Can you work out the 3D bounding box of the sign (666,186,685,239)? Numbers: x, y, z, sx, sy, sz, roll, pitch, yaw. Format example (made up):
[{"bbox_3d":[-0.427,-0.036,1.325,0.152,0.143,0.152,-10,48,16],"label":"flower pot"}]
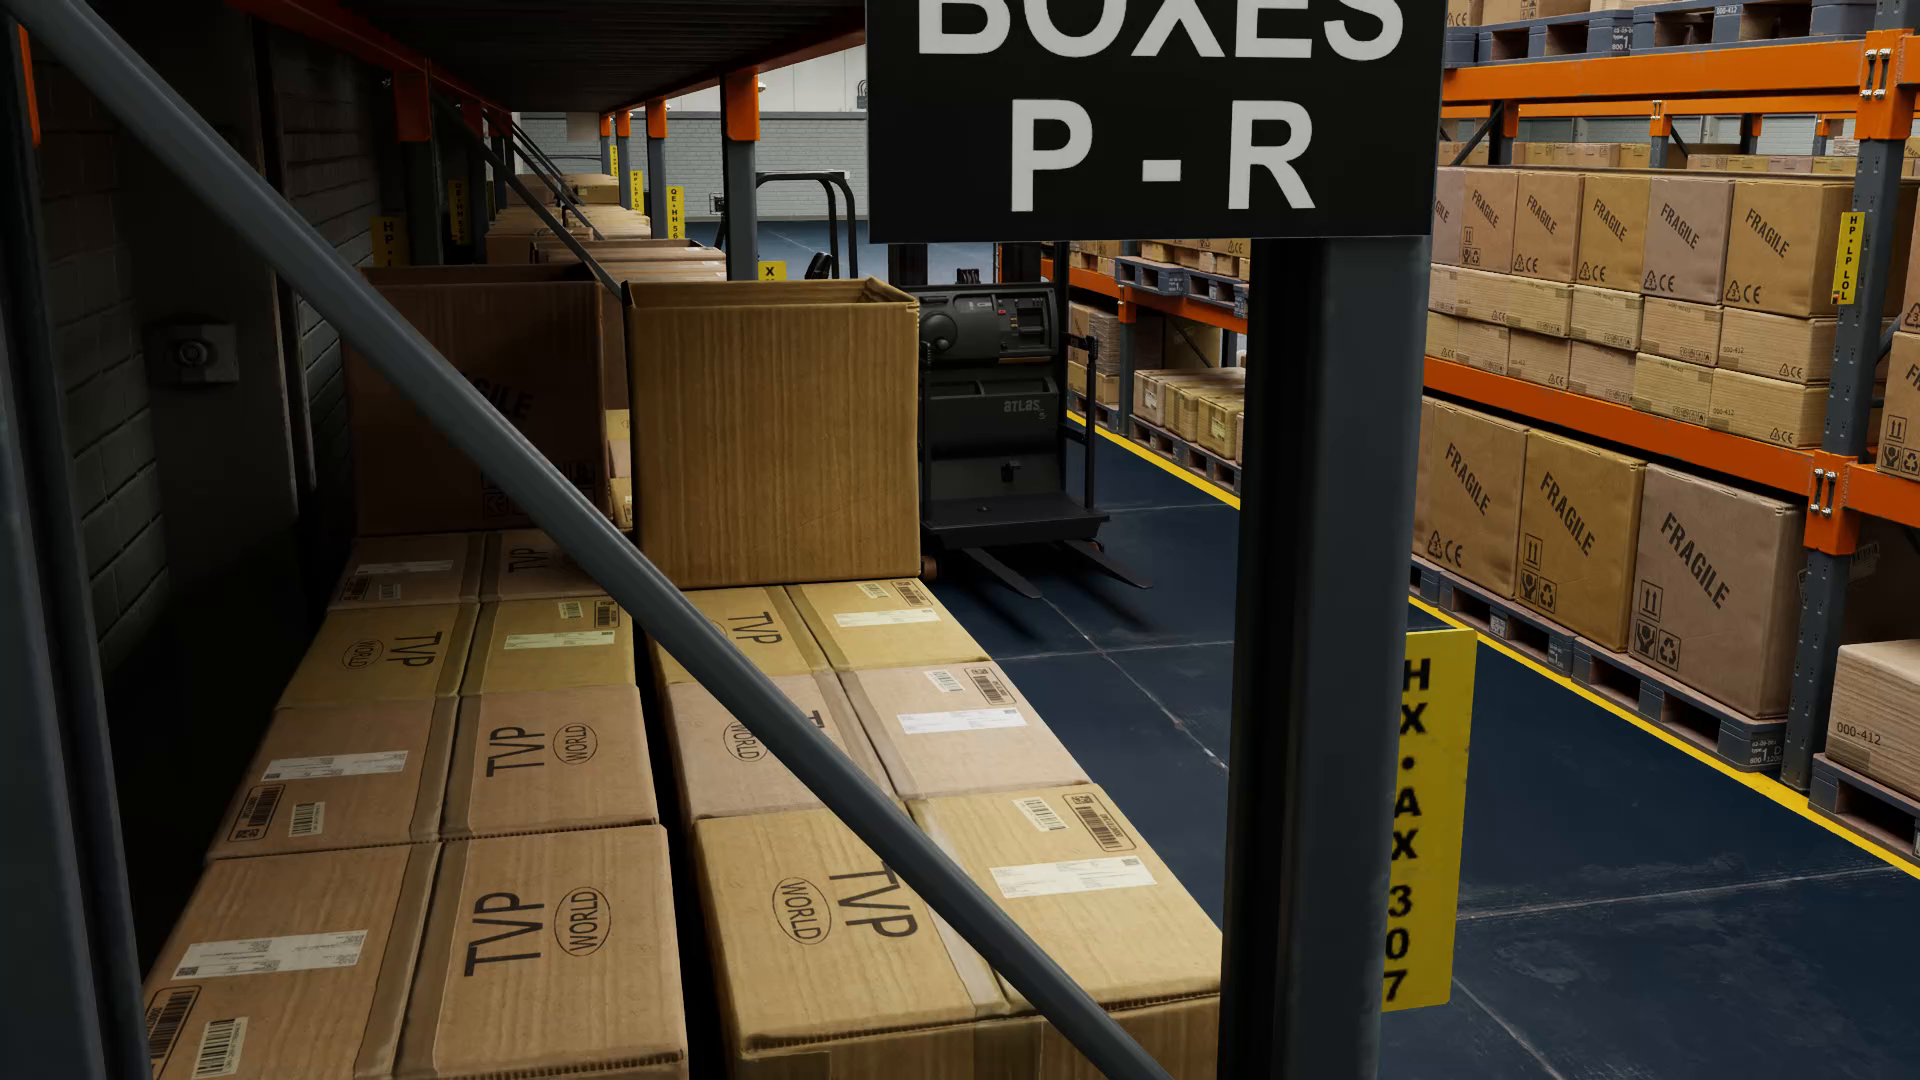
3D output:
[{"bbox_3d":[-1.522,-1.721,8.876,0.100,0.325,0.005,-3,14,-13],"label":"sign"}]

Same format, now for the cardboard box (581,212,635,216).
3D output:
[{"bbox_3d":[-2.415,-2.149,11.326,0.380,0.149,0.250,-4,14,-15],"label":"cardboard box"}]

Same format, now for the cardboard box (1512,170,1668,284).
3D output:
[{"bbox_3d":[3.002,-1.498,7.920,0.500,0.500,0.500,-3,14,-12],"label":"cardboard box"}]

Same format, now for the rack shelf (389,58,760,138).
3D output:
[{"bbox_3d":[-1.578,-1.810,6.713,1.077,0.370,4.000,-3,14,-13],"label":"rack shelf"}]

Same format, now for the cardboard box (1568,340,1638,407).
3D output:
[{"bbox_3d":[3.147,-0.770,7.576,0.500,0.250,0.500,-4,14,-15],"label":"cardboard box"}]

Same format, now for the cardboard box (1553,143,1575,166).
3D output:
[{"bbox_3d":[6.336,-3.601,16.254,0.875,0.550,0.550,-3,14,-13],"label":"cardboard box"}]

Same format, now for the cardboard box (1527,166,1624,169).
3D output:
[{"bbox_3d":[3.281,-1.753,8.966,0.500,0.500,0.500,-3,14,-12],"label":"cardboard box"}]

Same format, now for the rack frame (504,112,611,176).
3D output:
[{"bbox_3d":[-3.926,-3.010,16.426,1.000,3.000,0.127,-3,14,-13],"label":"rack frame"}]

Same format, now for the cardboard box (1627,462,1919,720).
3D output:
[{"bbox_3d":[3.493,0.171,7.000,0.875,0.875,0.875,-3,14,-11],"label":"cardboard box"}]

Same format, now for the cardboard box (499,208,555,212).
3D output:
[{"bbox_3d":[-3.101,-2.293,11.914,0.380,0.149,0.250,-4,14,-15],"label":"cardboard box"}]

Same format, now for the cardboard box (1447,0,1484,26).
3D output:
[{"bbox_3d":[3.012,-3.074,9.268,0.797,0.503,0.637,-4,14,-17],"label":"cardboard box"}]

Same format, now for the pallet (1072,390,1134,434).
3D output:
[{"bbox_3d":[1.645,-1.163,14.742,1.003,0.211,1.213,-3,14,-13],"label":"pallet"}]

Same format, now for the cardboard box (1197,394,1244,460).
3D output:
[{"bbox_3d":[2.300,-0.845,12.218,0.950,0.372,0.625,-3,14,-11],"label":"cardboard box"}]

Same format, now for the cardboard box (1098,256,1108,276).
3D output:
[{"bbox_3d":[1.400,-2.357,14.282,0.380,0.149,0.250,-3,14,-12],"label":"cardboard box"}]

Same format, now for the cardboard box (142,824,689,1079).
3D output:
[{"bbox_3d":[-0.534,0.518,1.674,0.500,0.250,0.500,-3,14,-12],"label":"cardboard box"}]

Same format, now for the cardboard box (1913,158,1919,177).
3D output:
[{"bbox_3d":[7.349,-2.496,12.005,0.700,0.500,0.500,-3,14,-14],"label":"cardboard box"}]

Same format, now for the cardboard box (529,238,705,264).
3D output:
[{"bbox_3d":[-1.484,-1.052,7.310,0.797,0.503,0.637,-4,14,-14],"label":"cardboard box"}]

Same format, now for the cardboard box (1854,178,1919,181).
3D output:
[{"bbox_3d":[3.892,-1.171,6.581,0.500,0.500,0.500,-3,14,-13],"label":"cardboard box"}]

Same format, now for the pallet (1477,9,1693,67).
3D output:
[{"bbox_3d":[3.245,-2.404,8.023,1.003,0.211,1.213,-3,14,-11],"label":"pallet"}]

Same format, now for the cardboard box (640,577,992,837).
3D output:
[{"bbox_3d":[-0.254,0.257,2.744,0.500,0.250,0.500,-4,14,-14],"label":"cardboard box"}]

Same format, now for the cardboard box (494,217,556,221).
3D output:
[{"bbox_3d":[-2.800,-2.003,10.729,0.380,0.149,0.250,-3,14,-13],"label":"cardboard box"}]

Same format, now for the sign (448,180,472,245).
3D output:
[{"bbox_3d":[-2.586,-1.695,8.605,0.100,0.325,0.005,-3,14,-13],"label":"sign"}]

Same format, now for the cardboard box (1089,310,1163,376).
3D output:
[{"bbox_3d":[1.437,-1.719,14.470,0.500,0.500,0.500,-3,14,-14],"label":"cardboard box"}]

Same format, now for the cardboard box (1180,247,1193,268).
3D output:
[{"bbox_3d":[1.871,-2.120,12.430,0.380,0.149,0.250,-3,14,-12],"label":"cardboard box"}]

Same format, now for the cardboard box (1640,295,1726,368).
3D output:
[{"bbox_3d":[3.252,-0.892,7.020,0.500,0.250,0.500,-3,14,-12],"label":"cardboard box"}]

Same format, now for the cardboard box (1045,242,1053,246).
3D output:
[{"bbox_3d":[1.112,-3.002,15.557,0.500,0.500,0.500,-4,14,-14],"label":"cardboard box"}]

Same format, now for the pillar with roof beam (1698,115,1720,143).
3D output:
[{"bbox_3d":[16.159,-12.766,43.717,9.100,9.000,0.400,-3,14,-13],"label":"pillar with roof beam"}]

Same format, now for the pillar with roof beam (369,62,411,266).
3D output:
[{"bbox_3d":[0.955,-4.569,10.167,9.100,9.000,0.400,-3,14,-13],"label":"pillar with roof beam"}]

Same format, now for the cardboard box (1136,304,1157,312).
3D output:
[{"bbox_3d":[1.824,-1.871,15.094,0.500,0.500,0.500,-3,14,-11],"label":"cardboard box"}]

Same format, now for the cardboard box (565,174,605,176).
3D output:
[{"bbox_3d":[-3.549,-3.392,15.786,0.380,0.149,0.250,-3,14,-13],"label":"cardboard box"}]

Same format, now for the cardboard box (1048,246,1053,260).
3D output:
[{"bbox_3d":[1.062,-2.776,15.997,0.380,0.149,0.250,-3,14,-11],"label":"cardboard box"}]

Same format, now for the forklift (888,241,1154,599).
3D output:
[{"bbox_3d":[0.196,-1.284,9.506,1.130,2.935,3.031,-5,14,-18],"label":"forklift"}]

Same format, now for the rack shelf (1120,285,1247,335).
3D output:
[{"bbox_3d":[2.307,-1.554,11.982,1.077,0.370,4.000,-3,14,-13],"label":"rack shelf"}]

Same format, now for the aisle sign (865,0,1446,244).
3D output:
[{"bbox_3d":[0.133,-0.582,1.012,0.394,0.787,0.004,-3,14,-13],"label":"aisle sign"}]

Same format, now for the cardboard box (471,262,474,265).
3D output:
[{"bbox_3d":[-2.423,-1.422,9.191,0.500,0.250,0.500,-3,14,-12],"label":"cardboard box"}]

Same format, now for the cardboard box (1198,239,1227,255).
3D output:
[{"bbox_3d":[2.021,-2.289,11.754,0.500,0.500,0.500,-4,14,-15],"label":"cardboard box"}]

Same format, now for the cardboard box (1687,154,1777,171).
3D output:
[{"bbox_3d":[6.747,-3.084,14.411,0.700,0.500,0.500,-4,14,-14],"label":"cardboard box"}]

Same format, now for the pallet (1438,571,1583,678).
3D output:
[{"bbox_3d":[3.172,0.380,8.427,1.003,0.211,1.213,-3,14,-13],"label":"pallet"}]

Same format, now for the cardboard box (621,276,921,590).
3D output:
[{"bbox_3d":[-0.366,-0.220,3.117,0.500,0.500,0.500,-3,14,-12],"label":"cardboard box"}]

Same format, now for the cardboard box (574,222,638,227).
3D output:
[{"bbox_3d":[-2.147,-1.853,10.114,0.380,0.149,0.250,-3,14,-13],"label":"cardboard box"}]

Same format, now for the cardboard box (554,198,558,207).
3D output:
[{"bbox_3d":[-3.525,-2.748,13.777,0.380,0.149,0.250,-3,14,-11],"label":"cardboard box"}]

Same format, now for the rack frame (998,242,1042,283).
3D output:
[{"bbox_3d":[0.898,-3.287,17.562,1.000,3.000,0.127,-3,14,-13],"label":"rack frame"}]

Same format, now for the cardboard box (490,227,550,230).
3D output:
[{"bbox_3d":[-2.492,-1.709,9.524,0.380,0.149,0.250,-3,14,-13],"label":"cardboard box"}]

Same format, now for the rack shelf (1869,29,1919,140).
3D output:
[{"bbox_3d":[4.186,-1.165,4.072,1.077,0.370,4.000,-3,14,-13],"label":"rack shelf"}]
